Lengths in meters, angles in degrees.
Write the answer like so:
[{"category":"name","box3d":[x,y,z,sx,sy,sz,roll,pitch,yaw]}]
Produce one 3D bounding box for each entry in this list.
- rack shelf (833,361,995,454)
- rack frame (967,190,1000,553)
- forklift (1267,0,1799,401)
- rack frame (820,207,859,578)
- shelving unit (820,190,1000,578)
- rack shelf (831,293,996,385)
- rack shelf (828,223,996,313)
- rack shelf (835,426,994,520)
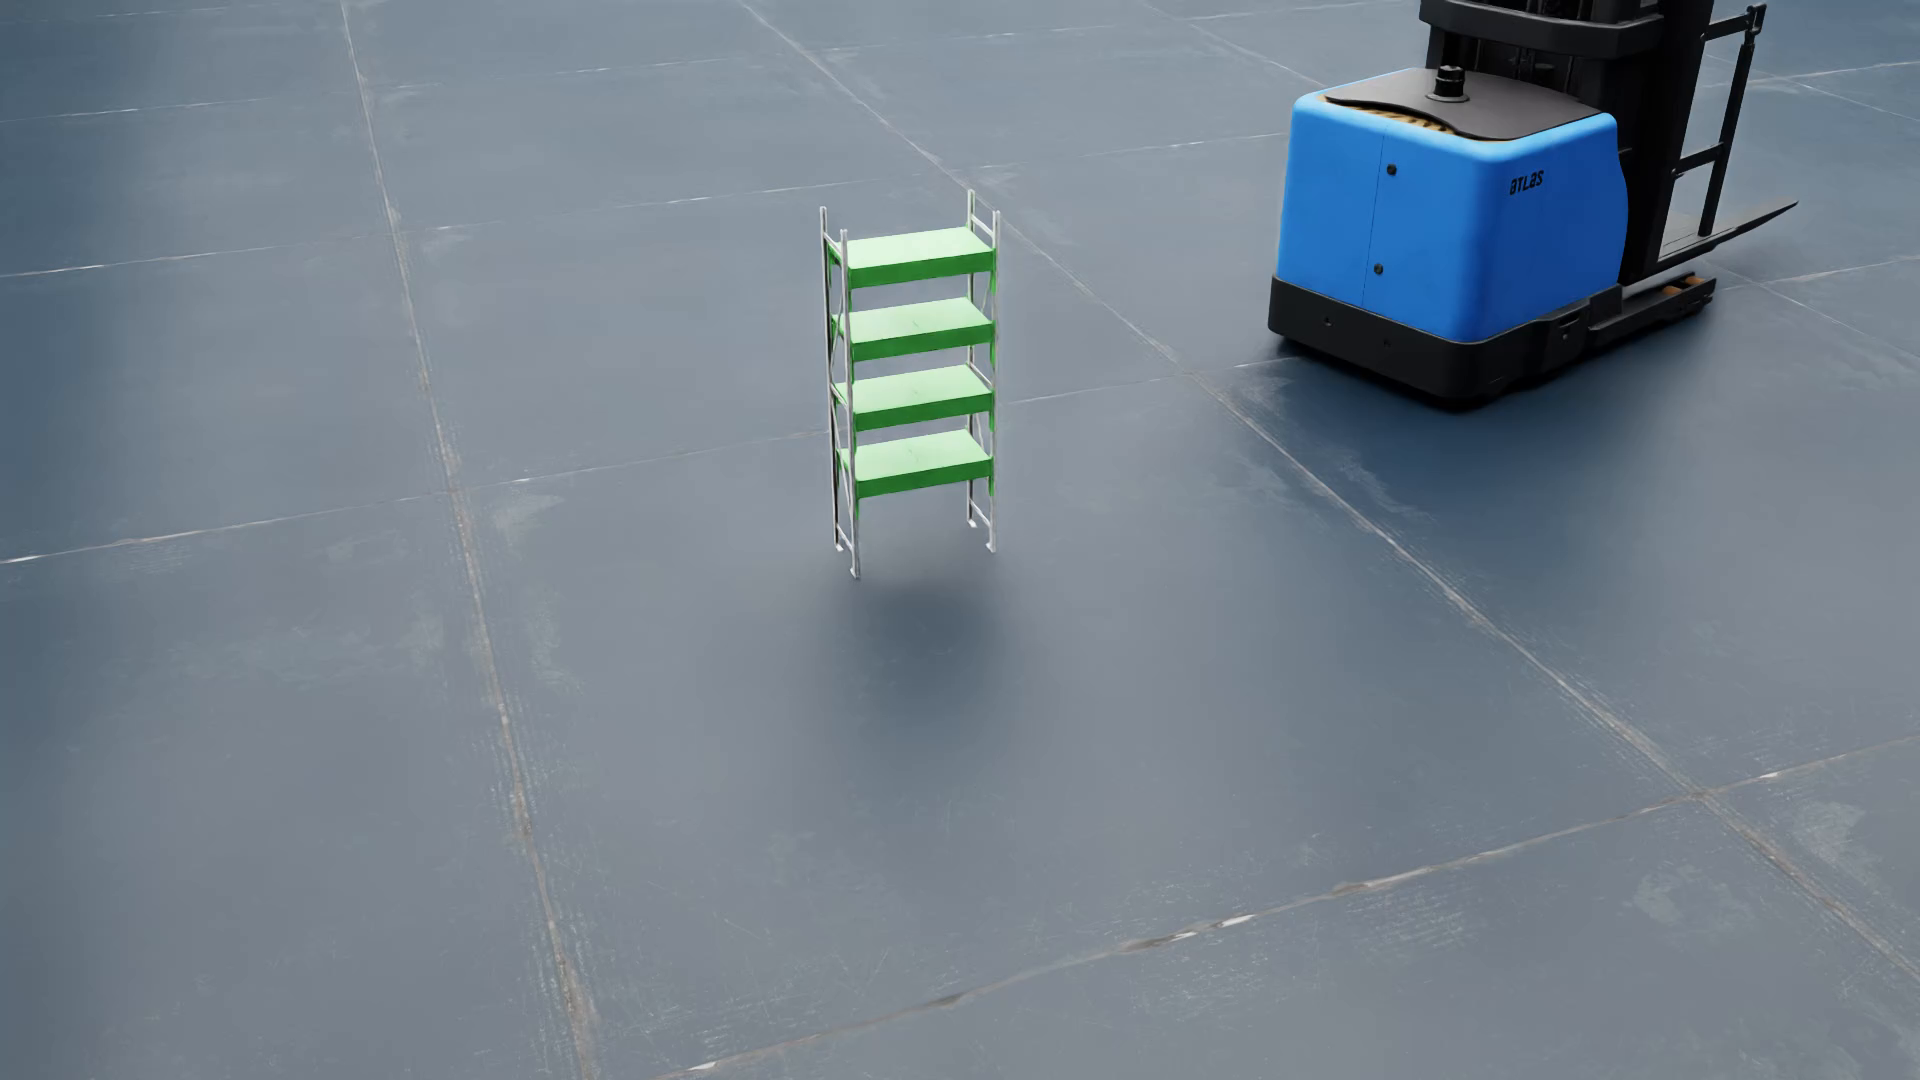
[{"category":"rack shelf","box3d":[-0.155,-0.437,5.434,0.480,0.148,0.258,-10,31,-18]},{"category":"rack frame","box3d":[0.074,-0.535,5.477,0.015,1.200,0.240,-10,31,-18]},{"category":"forklift","box3d":[2.794,-2.421,7.038,3.031,2.935,1.130,-22,37,-34]},{"category":"rack frame","box3d":[-0.384,-0.451,5.329,0.015,1.200,0.240,-10,31,-18]},{"category":"shelving unit","box3d":[-0.155,-0.493,5.403,0.503,1.200,0.258,-10,31,-18]},{"category":"rack shelf","box3d":[-0.155,-0.646,5.316,0.480,0.148,0.258,-10,31,-18]},{"category":"rack shelf","box3d":[-0.155,-0.854,5.197,0.480,0.148,0.258,-10,31,-18]},{"category":"rack shelf","box3d":[-0.155,-0.229,5.553,0.480,0.148,0.258,-10,31,-18]}]
